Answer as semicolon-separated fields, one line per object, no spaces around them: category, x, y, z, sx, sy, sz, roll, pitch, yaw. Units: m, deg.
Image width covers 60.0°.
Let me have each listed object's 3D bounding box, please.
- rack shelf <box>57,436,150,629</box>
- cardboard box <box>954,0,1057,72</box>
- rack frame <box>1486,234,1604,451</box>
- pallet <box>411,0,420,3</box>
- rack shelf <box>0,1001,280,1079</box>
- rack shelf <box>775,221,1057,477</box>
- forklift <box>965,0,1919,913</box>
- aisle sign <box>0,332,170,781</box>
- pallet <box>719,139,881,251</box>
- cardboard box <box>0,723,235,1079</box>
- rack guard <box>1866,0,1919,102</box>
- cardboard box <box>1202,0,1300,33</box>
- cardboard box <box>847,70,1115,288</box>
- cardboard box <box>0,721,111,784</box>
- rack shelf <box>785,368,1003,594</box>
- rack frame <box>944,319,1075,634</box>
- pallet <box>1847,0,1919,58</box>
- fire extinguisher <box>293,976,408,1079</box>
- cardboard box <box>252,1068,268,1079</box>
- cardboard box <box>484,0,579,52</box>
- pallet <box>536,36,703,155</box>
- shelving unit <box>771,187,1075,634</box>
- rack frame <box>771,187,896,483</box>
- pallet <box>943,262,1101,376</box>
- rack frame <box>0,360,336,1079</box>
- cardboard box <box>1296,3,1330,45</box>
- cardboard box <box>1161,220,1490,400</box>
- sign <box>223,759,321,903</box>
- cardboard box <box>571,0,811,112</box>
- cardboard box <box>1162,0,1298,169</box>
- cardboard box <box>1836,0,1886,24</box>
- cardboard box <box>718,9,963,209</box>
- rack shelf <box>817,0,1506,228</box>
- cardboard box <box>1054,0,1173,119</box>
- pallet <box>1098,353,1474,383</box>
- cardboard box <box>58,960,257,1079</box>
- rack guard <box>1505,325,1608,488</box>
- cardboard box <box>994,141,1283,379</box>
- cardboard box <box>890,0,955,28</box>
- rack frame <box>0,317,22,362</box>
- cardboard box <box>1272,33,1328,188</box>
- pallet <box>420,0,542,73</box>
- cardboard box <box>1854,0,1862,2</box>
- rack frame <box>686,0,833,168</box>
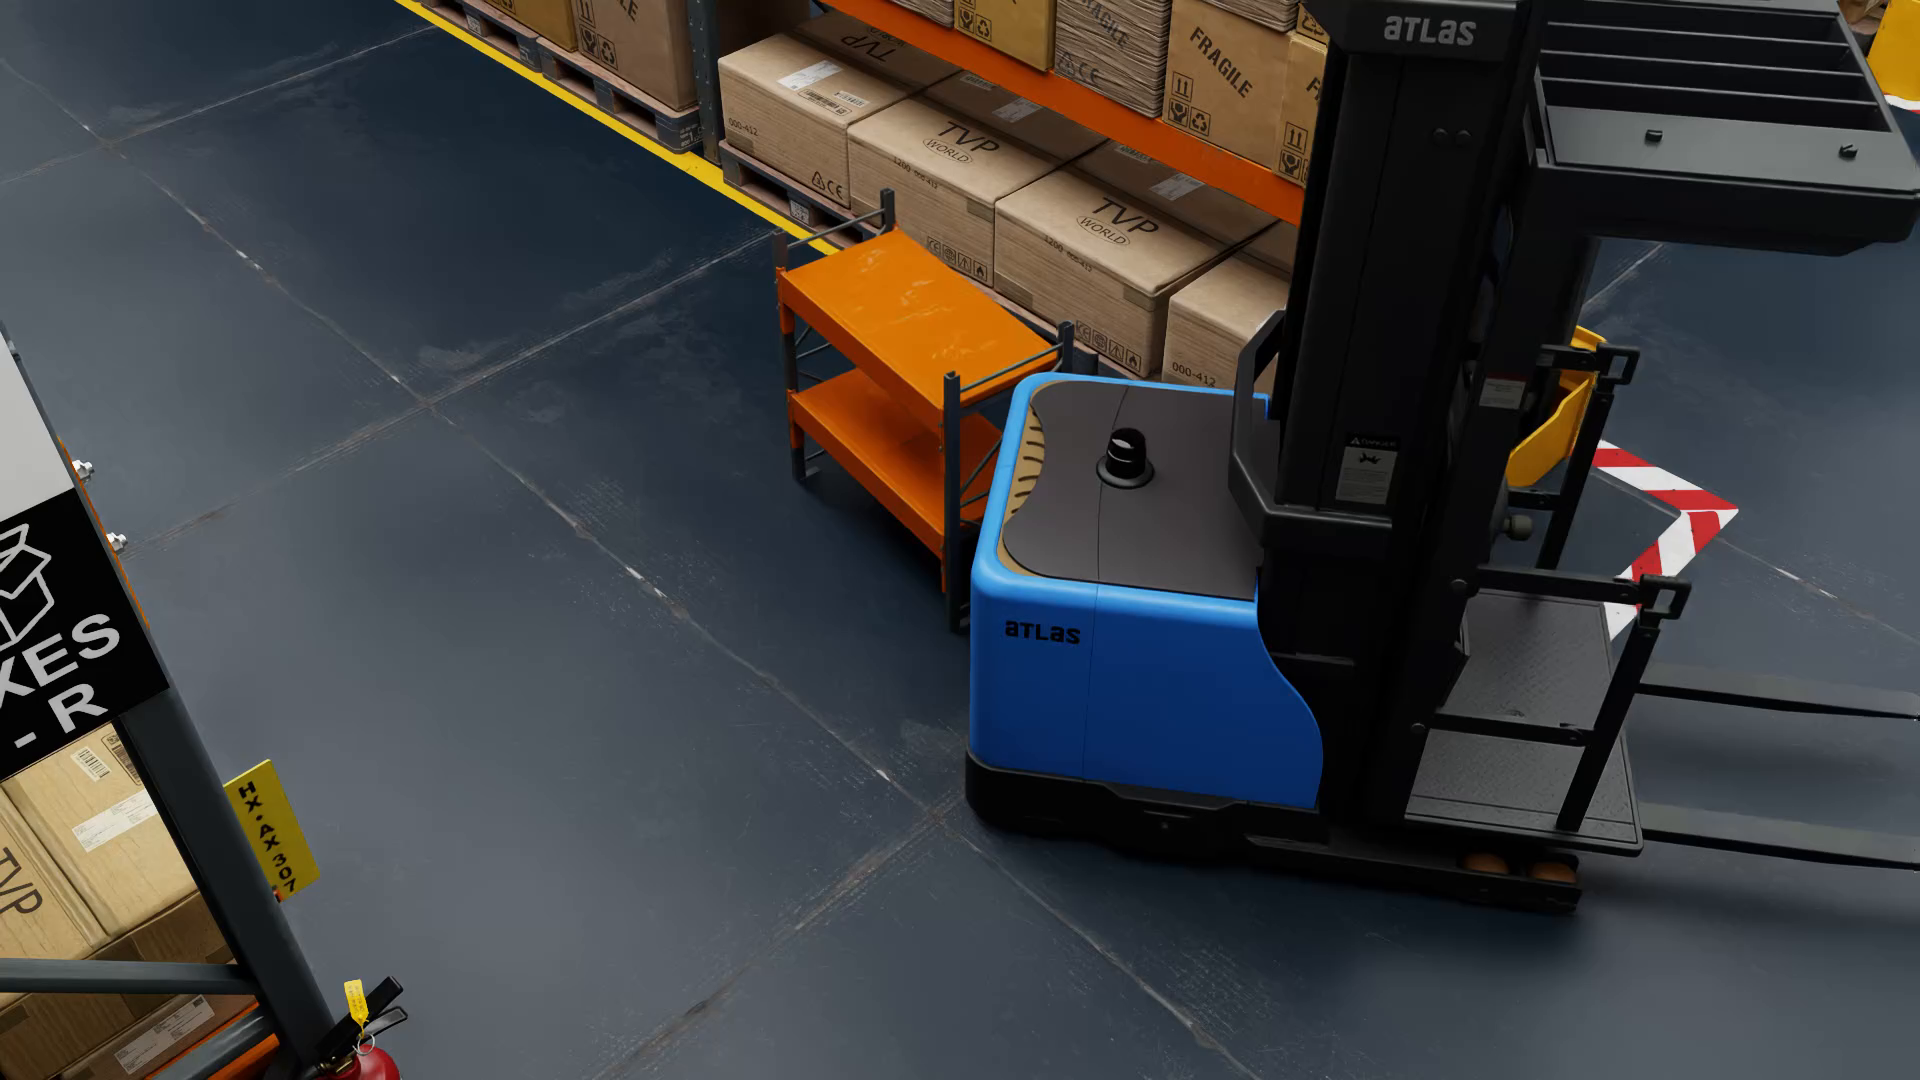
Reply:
rack shelf;-2.981;-0.713;3.131;1.077;0.370;4.000;-34;53;-31
cardboard box;0.327;-2.169;6.314;0.500;0.500;0.500;-33;52;-30
rack frame;1.943;-1.295;5.441;1.000;3.000;0.127;-34;53;-31
pallet;-3.203;-3.700;10.098;1.003;0.211;1.213;-34;53;-31
rack shelf;-2.981;0.389;4.149;1.077;0.370;4.000;-34;53;-31
rack shelf;-0.143;-0.683;5.729;0.538;0.278;1.000;-27;49;-26
forklift;1.581;-0.341;4.460;3.031;2.935;1.130;7;43;7
aisle sign;-1.312;0.023;2.099;0.394;0.787;0.004;-34;53;-31
pallet;-0.400;-1.790;8.031;1.003;0.211;1.213;-34;53;-31
cardboard box;-1.698;0.685;3.190;0.500;0.250;0.500;-34;52;-31
rack guard;5.323;-2.834;8.949;1.175;0.500;0.348;-34;53;-31
cardboard box;1.044;-2.053;5.452;0.500;0.500;0.500;-34;52;-31
cardboard box;0.118;-1.647;7.401;0.875;0.438;0.875;33;52;30
cardboard box;-2.054;0.442;3.452;0.500;0.250;0.500;-34;52;-31
rack shelf;-0.143;-0.289;6.094;0.538;0.278;1.000;-27;49;-26
rack frame;0.159;-0.190;5.627;0.500;1.125;0.032;-27;49;-26
pallet;4.774;-3.136;9.488;1.003;0.211;1.213;-34;53;-31
fire extinguisher;-1.137;1.100;3.181;0.296;0.674;0.183;-34;53;-31
cardboard box;-1.933;1.509;3.937;0.637;0.503;0.797;32;52;30
cardboard box;-2.020;-3.281;8.846;0.875;0.875;0.875;-33;52;-30
pallet;-1.480;-2.527;8.830;1.003;0.211;1.213;-34;53;-31
shelving unit;-0.143;-0.468;5.928;0.538;1.125;1.048;-27;49;-26
rack frame;-0.444;-0.746;6.229;0.500;1.125;0.032;-27;49;-26
pallet;0.466;-1.204;7.397;1.003;0.211;1.213;-34;53;-31
rack frame;-1.569;1.086;2.865;1.000;3.000;0.127;-34;53;-31
cardboard box;1.434;-1.816;5.195;0.500;0.500;0.500;-32;52;-30
cardboard box;1.406;-0.777;6.459;0.875;0.438;0.875;32;52;30
sign;-1.185;0.508;2.852;0.100;0.325;0.005;-34;53;-31
cardboard box;-1.376;-2.850;8.381;0.875;0.875;0.875;-32;52;-30
cardboard box;1.071;-1.685;5.789;0.500;0.500;0.500;33;52;31
cardboard box;4.857;-2.976;9.052;0.380;0.149;0.250;-33;52;-31
cardboard box;-0.514;-2.077;7.866;0.875;0.438;0.875;33;52;31
rack shelf;0.531;-1.992;6.725;1.077;0.370;4.000;-34;53;-31
cardboard box;0.701;-1.927;6.052;0.500;0.500;0.500;-33;52;-30
pallet;1.323;-0.617;6.763;1.003;0.211;1.213;-34;53;-31
cardboard box;-1.606;0.889;3.263;0.250;0.149;0.380;34;52;31
rack guard;1.960;-0.365;6.277;1.175;0.500;0.348;-34;53;-31
cardboard box;0.754;-1.213;6.931;0.875;0.438;0.875;-33;52;-30
cardboard box;-0.037;-2.417;6.582;0.500;0.500;0.500;-34;52;-31
rack frame;-1.569;-1.117;0.829;1.000;3.000;0.127;-34;53;-31
cardboard box;1.415;-1.437;5.521;0.500;0.500;0.500;-34;52;-31
pallet;-2.346;-3.114;9.464;1.003;0.211;1.213;-34;53;-31
cardboard box;4.802;-3.049;8.912;0.250;0.149;0.380;33;52;30
rack frame;-0.882;-3.217;7.521;1.000;3.000;0.127;-34;53;-31
